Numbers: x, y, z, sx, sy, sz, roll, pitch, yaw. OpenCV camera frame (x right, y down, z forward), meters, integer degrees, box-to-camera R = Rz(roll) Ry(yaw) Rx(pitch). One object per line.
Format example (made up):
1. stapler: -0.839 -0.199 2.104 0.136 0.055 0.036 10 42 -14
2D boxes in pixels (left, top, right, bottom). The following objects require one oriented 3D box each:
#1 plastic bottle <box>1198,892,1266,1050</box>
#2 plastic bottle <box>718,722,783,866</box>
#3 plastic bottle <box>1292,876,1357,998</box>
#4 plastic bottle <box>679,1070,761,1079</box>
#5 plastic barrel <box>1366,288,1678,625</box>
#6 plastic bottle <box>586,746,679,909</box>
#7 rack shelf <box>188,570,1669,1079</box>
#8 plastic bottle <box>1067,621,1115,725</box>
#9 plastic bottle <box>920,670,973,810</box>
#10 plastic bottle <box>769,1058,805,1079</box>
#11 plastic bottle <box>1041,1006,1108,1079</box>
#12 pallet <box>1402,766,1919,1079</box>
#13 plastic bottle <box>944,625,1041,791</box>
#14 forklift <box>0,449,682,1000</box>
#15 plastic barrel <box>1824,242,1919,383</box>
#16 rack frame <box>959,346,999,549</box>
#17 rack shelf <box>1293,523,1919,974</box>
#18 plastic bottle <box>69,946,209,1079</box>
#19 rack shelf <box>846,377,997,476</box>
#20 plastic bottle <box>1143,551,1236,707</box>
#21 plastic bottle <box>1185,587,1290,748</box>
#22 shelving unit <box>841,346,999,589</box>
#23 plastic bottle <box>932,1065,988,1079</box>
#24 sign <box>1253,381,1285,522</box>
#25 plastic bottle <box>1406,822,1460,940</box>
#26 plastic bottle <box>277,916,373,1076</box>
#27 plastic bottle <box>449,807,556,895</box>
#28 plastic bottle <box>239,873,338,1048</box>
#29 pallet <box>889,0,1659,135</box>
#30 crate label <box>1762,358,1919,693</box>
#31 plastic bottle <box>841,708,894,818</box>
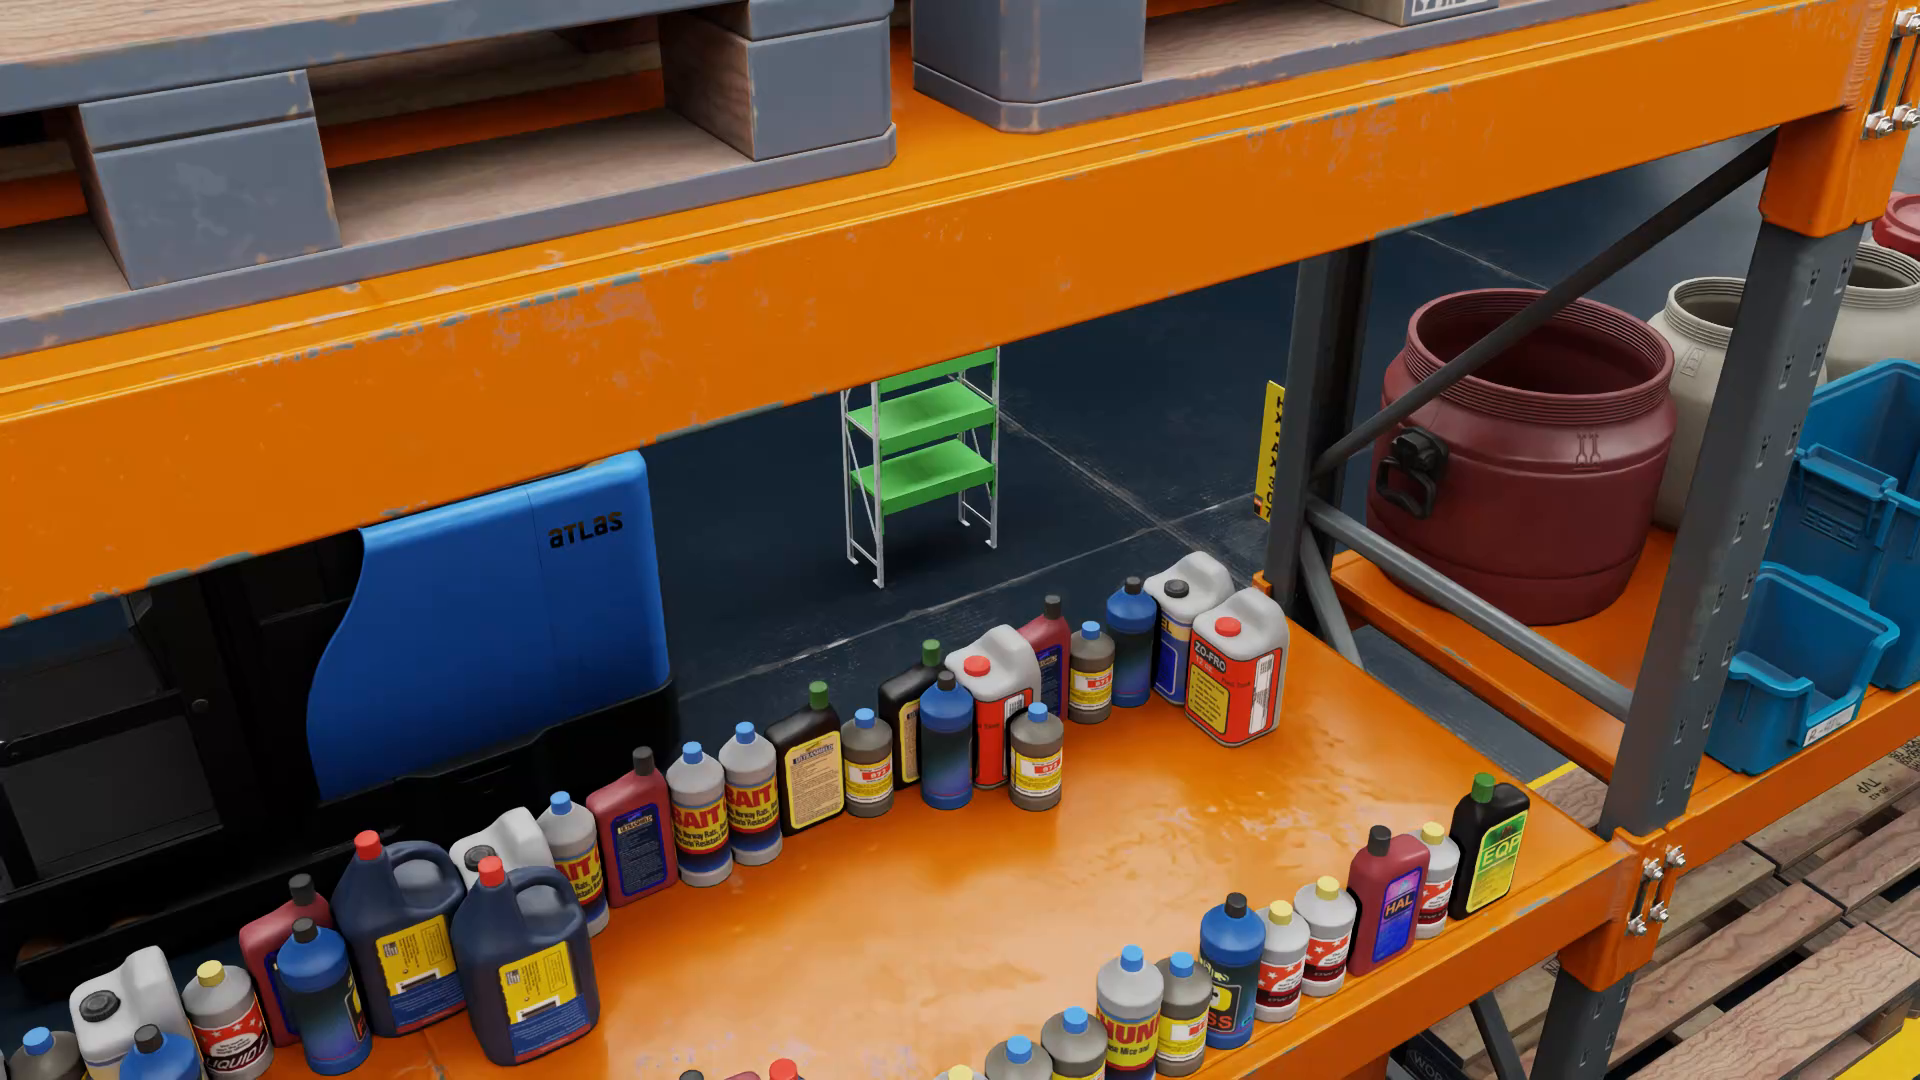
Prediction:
1. plastic bottle: 0.410 0.647 2.534 0.097 0.271 0.097 0 32 0
2. plastic bottle: -0.363 0.431 2.876 0.097 0.271 0.097 0 32 0
3. plastic bottle: 0.573 0.620 2.642 0.097 0.201 0.097 0 32 0
4. plastic bottle: -0.320 0.813 2.260 0.133 0.283 0.061 -19 37 -27
5. plastic barrel: 1.209 -0.192 3.615 0.708 0.536 0.600 -19 37 -27
6. plastic bottle: -0.552 0.479 2.789 0.133 0.283 0.061 -19 37 -27
7. rack shelf: -0.698 1.018 2.498 4.000 0.370 1.077 -19 37 -27
8. plastic bottle: 0.250 0.249 3.229 0.097 0.201 0.097 0 32 0
9. plastic bottle: -0.024 0.353 3.000 0.097 0.271 0.097 0 32 0
10. plastic bottle: -0.243 0.823 2.180 0.185 0.351 0.144 -19 37 -27
11. plastic bottle: 0.164 0.761 2.419 0.097 0.201 0.097 0 32 0
12. pallet: 1.655 1.109 4.294 1.213 0.211 1.003 -19 37 -27
13. plastic bottle: 0.055 0.302 3.076 0.135 0.276 0.152 -19 37 -27
14. forklift: -2.391 -0.371 4.090 3.031 2.935 1.130 -18 36 -26
15. plastic barrel: 2.086 -0.426 4.009 0.421 0.512 0.421 0 32 0
16. rack frame: 0.066 -0.530 5.966 0.015 1.200 0.240 -19 37 -27
17. rack shelf: 2.664 -0.138 4.331 4.000 0.370 1.077 -19 37 -27
18. plastic bottle: -1.184 0.728 2.400 0.135 0.276 0.152 -19 37 -27
19. rack shelf: -0.139 -0.406 5.888 0.480 0.148 0.258 -19 37 -27
20. plastic bottle: 0.444 0.169 3.288 0.135 0.276 0.152 -19 37 -27
21. plastic bottle: 0.527 0.237 3.179 0.135 0.276 0.152 -19 37 -27
22. shelving unit: -0.139 -0.460 5.854 0.503 1.200 0.258 -19 37 -27
23. plastic bottle: 0.001 0.817 2.329 0.097 0.201 0.097 0 32 0
24. sign: 0.679 -0.178 3.567 0.005 0.325 0.100 -19 37 -27
25. plastic bottle: 0.767 0.553 2.747 0.097 0.201 0.097 0 32 0
26. plastic bottle: -0.956 0.673 2.492 0.097 0.271 0.097 0 32 0
27. plastic bottle: -0.721 0.569 2.652 0.135 0.276 0.152 -19 37 -27
28. plastic bottle: -1.014 0.638 2.536 0.133 0.283 0.061 -19 37 -27
29. pallet: 0.287 -0.876 2.192 1.213 0.211 1.003 -19 37 -27
30. crate label: 1.965 -0.045 3.477 0.616 0.435 0.502 -19 37 -27
31. plastic bottle: -0.169 0.394 3.001 0.097 0.201 0.097 0 32 0
